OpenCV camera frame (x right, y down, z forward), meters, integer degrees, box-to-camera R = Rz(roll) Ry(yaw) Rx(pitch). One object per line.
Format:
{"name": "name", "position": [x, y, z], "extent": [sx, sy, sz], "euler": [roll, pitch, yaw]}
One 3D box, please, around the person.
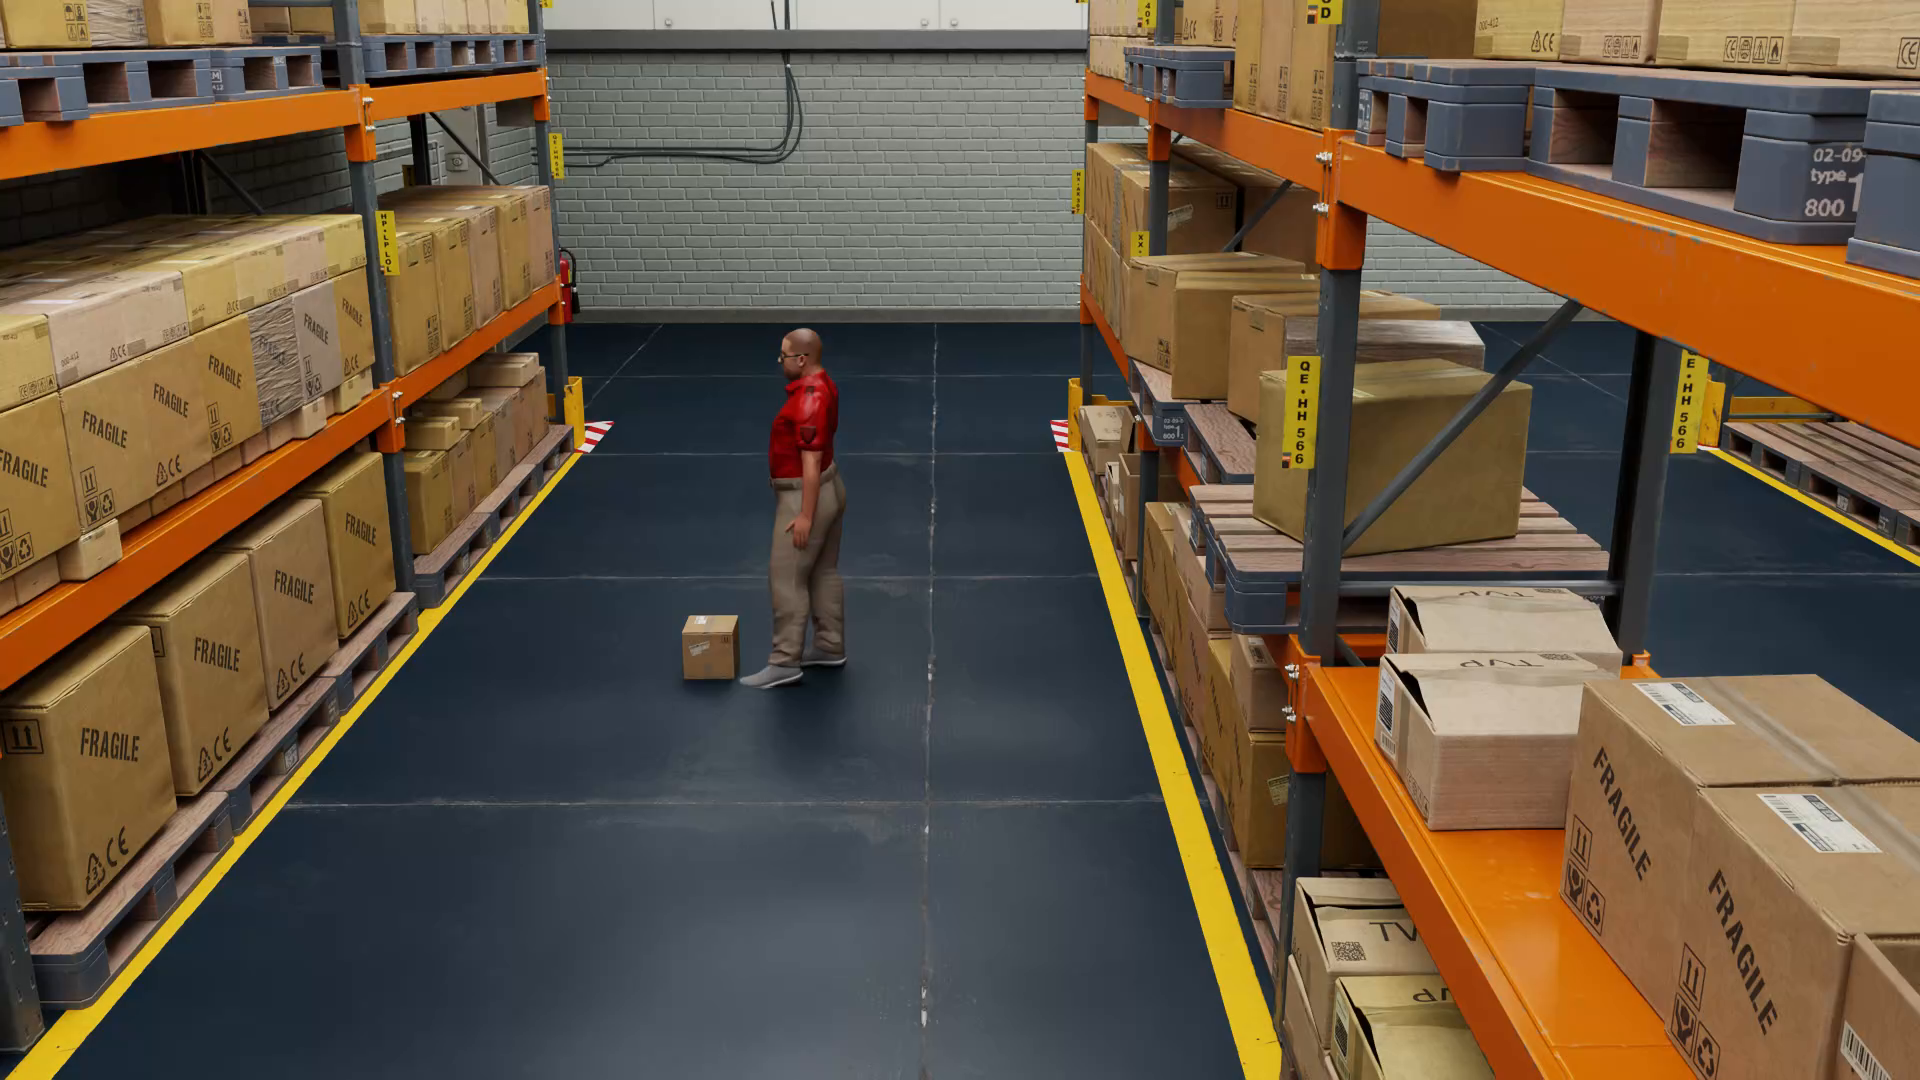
{"name": "person", "position": [-0.823, -0.168, 8.148], "extent": [0.483, 1.759, 0.579], "euler": [3, 17, 8]}
